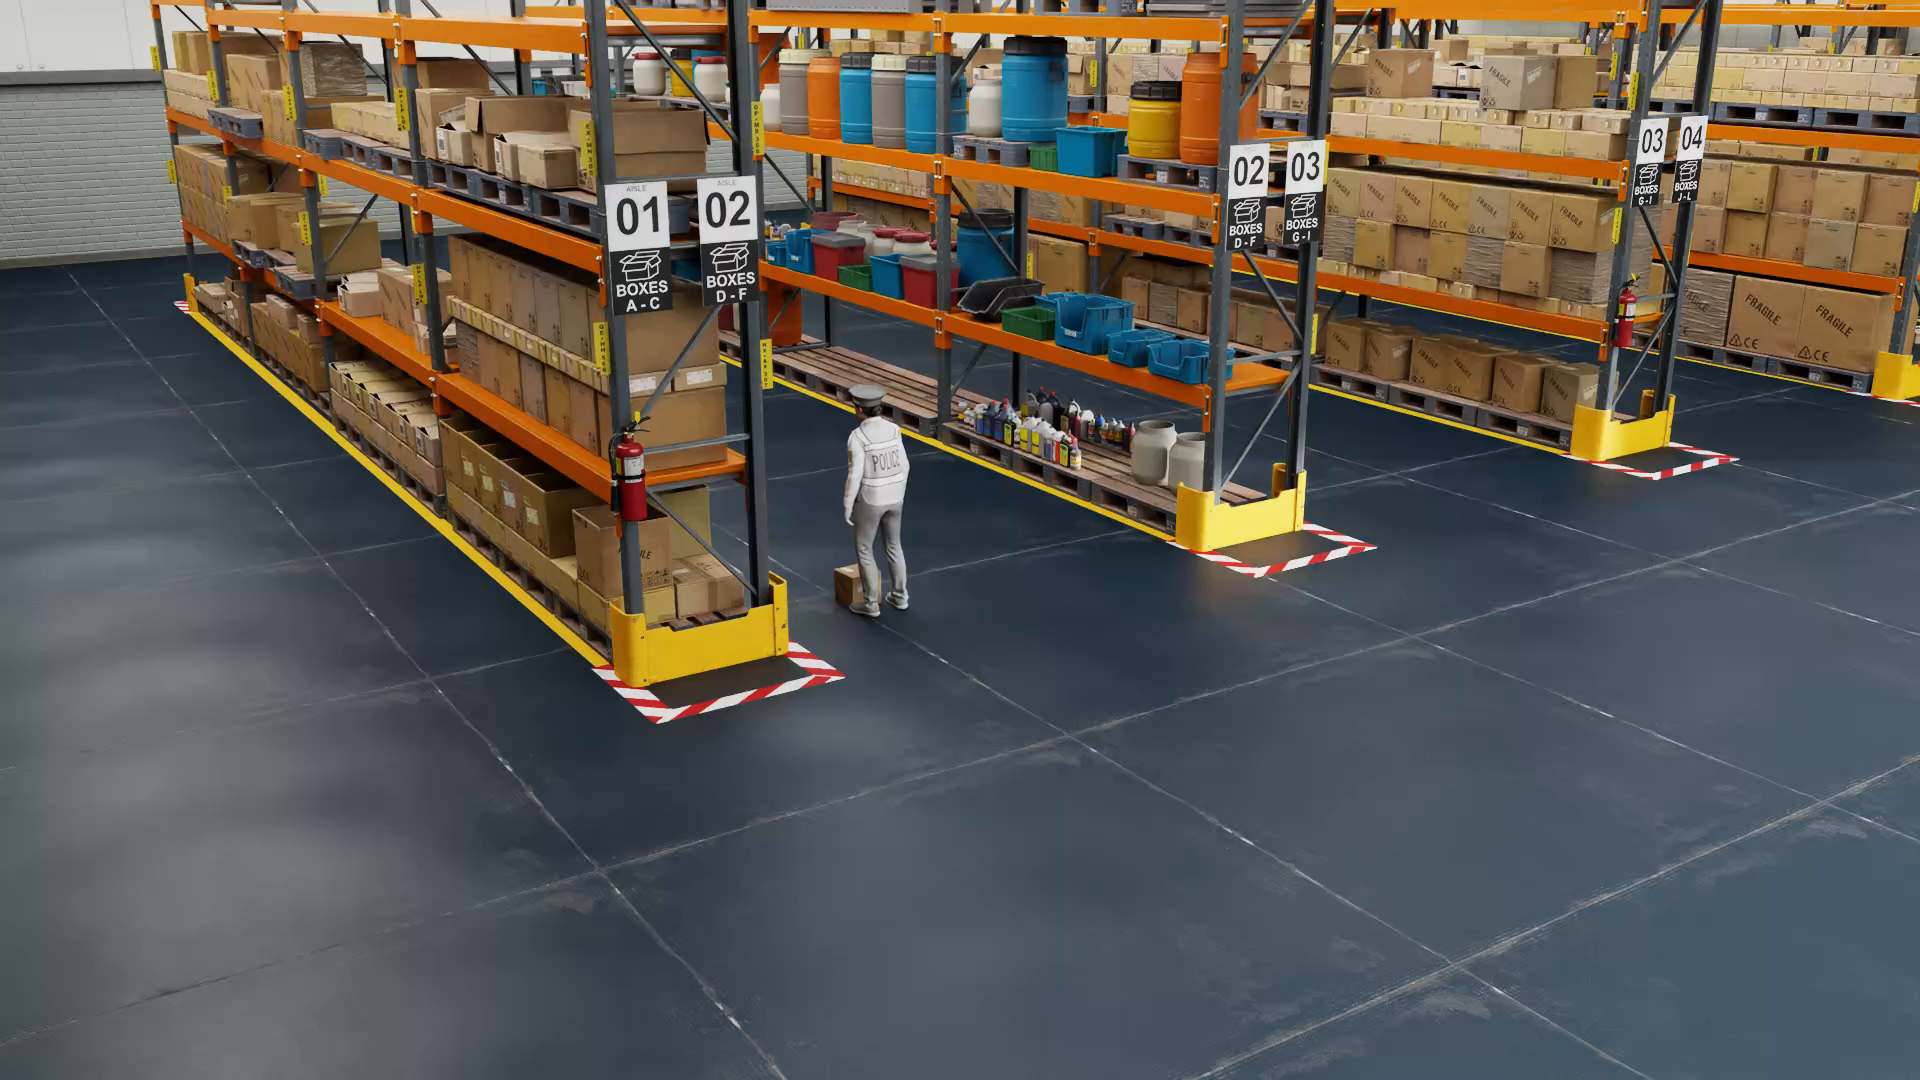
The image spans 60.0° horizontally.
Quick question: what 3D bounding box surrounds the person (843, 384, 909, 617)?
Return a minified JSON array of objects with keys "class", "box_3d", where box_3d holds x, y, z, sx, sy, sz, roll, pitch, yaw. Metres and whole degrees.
[{"class":"person","box_3d":[-0.600,-0.271,11.880,0.549,1.661,0.373,-14,23,-36]}]
